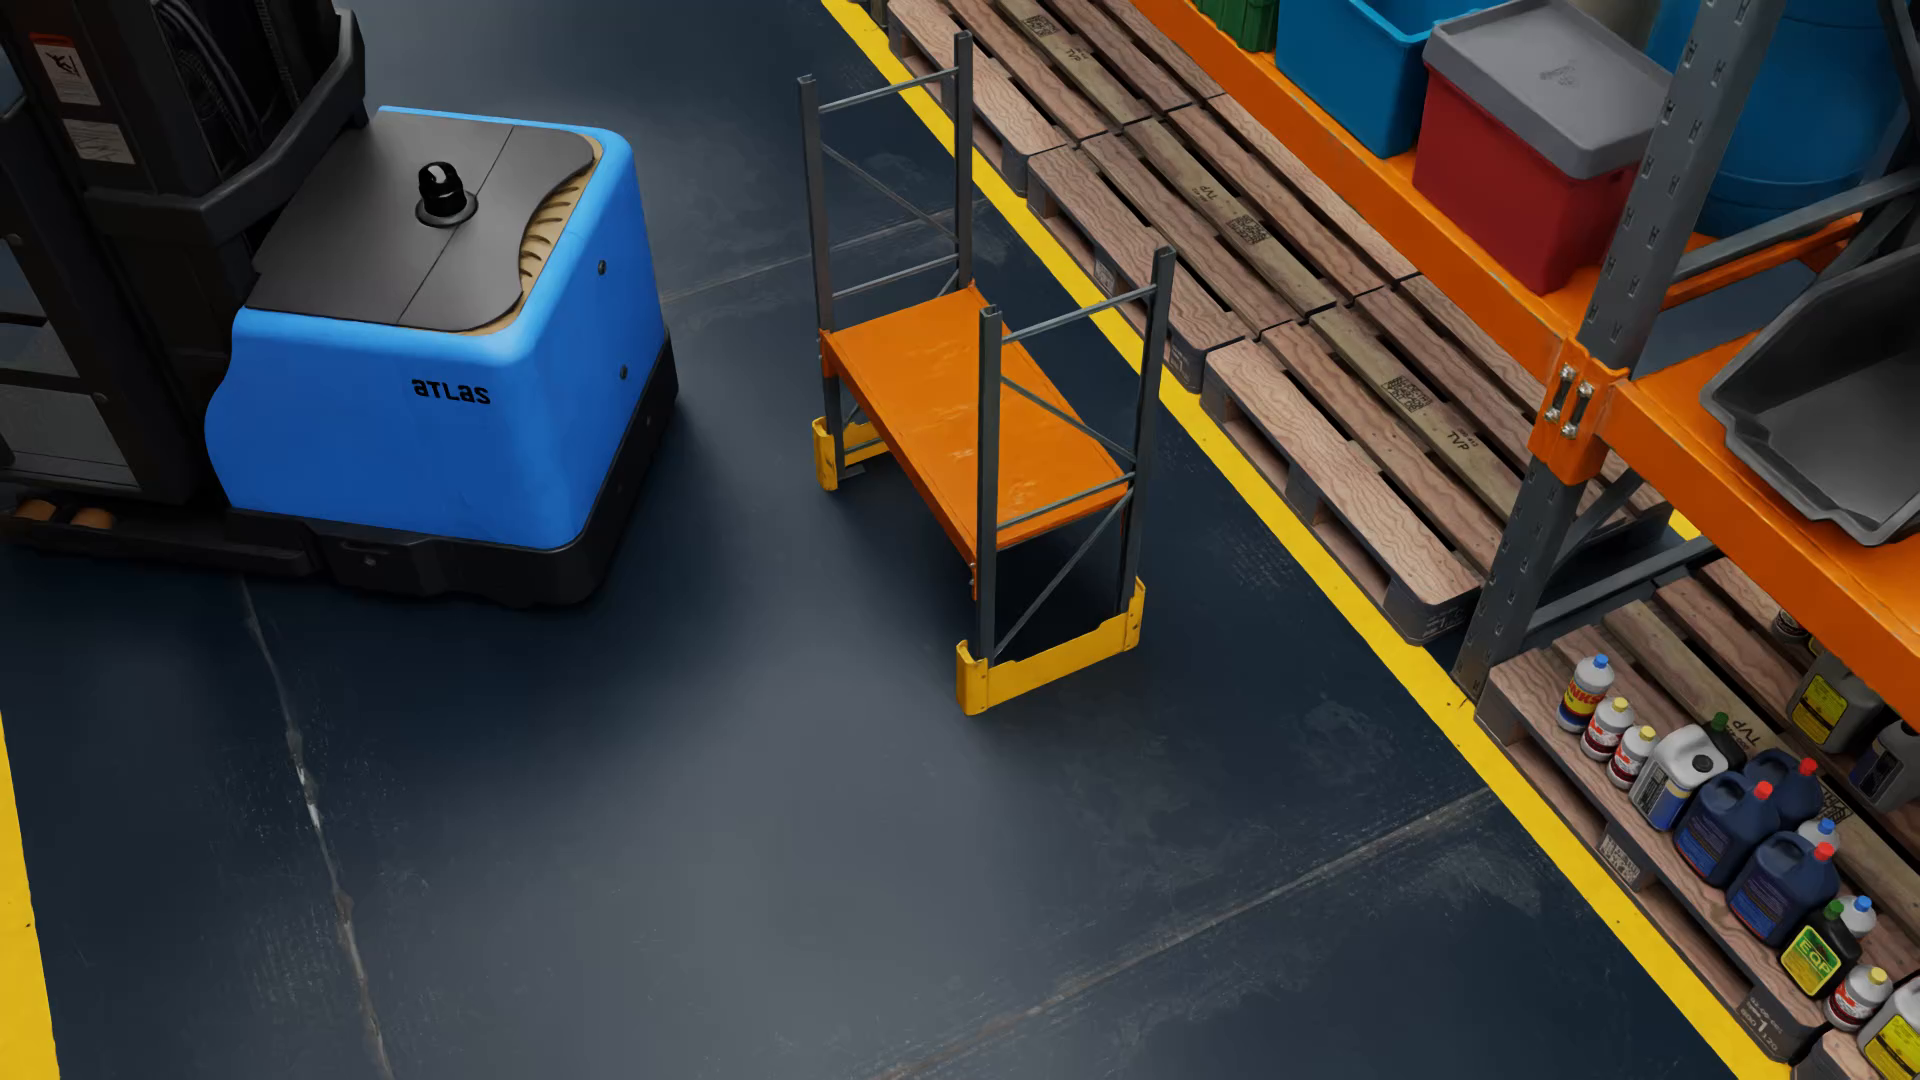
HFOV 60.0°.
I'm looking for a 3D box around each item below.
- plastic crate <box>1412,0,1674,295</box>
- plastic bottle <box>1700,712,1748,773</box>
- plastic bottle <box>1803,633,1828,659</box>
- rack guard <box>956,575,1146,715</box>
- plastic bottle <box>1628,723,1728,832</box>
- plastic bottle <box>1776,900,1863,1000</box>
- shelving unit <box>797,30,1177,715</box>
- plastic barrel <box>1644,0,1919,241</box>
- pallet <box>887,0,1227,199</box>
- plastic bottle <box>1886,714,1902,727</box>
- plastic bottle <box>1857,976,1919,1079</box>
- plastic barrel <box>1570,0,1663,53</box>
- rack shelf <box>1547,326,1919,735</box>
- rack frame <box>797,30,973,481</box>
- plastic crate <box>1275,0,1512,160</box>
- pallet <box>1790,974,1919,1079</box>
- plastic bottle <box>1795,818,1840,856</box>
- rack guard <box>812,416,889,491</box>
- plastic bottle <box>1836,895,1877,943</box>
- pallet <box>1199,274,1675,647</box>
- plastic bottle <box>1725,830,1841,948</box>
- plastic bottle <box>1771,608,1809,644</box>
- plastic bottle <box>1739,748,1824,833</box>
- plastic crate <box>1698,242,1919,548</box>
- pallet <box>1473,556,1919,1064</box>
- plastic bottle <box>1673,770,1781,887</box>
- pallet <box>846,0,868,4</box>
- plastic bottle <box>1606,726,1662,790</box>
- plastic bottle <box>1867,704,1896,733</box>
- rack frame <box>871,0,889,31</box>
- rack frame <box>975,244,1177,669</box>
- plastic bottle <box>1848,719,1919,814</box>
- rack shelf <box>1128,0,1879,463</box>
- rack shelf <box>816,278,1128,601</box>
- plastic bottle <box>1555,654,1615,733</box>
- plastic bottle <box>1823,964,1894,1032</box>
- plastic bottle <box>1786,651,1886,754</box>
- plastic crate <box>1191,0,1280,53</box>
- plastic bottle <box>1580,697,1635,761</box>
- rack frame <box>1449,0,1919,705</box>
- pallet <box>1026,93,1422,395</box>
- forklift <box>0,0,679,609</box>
[{"bbox_3d":[1.422,-0.960,4.054,0.402,0.464,0.583,-21,52,-18],"label":"plastic crate"},{"bbox_3d":[1.938,0.564,4.277,0.061,0.283,0.133,-21,52,-18],"label":"plastic bottle"},{"bbox_3d":[2.429,0.238,4.562,0.061,0.283,0.133,-19,51,-16],"label":"plastic bottle"},{"bbox_3d":[0.263,0.302,4.820,0.587,0.250,0.087,-21,52,-18],"label":"rack guard"},{"bbox_3d":[1.843,0.603,4.247,0.152,0.276,0.135,-19,52,-16],"label":"plastic bottle"},{"bbox_3d":[2.040,0.964,3.927,0.061,0.283,0.133,-19,52,-16],"label":"plastic bottle"},{"bbox_3d":[0.035,-0.443,4.641,0.587,1.500,1.083,-21,52,-18],"label":"shelving unit"},{"bbox_3d":[2.008,-1.248,4.016,0.600,0.901,0.708,-21,52,-18],"label":"plastic barrel"},{"bbox_3d":[0.405,-1.947,6.813,1.003,0.211,1.213,-21,52,-18],"label":"pallet"},{"bbox_3d":[2.554,0.467,4.316,0.144,0.351,0.185,-24,53,-19],"label":"plastic bottle"},{"bbox_3d":[2.196,1.101,3.762,0.144,0.351,0.185,-22,52,-18],"label":"plastic bottle"},{"bbox_3d":[1.672,-1.481,4.462,0.433,0.535,0.433,0,49,0],"label":"plastic barrel"},{"bbox_3d":[2.830,0.855,2.987,1.077,0.370,4.000,-21,52,-18],"label":"rack shelf"},{"bbox_3d":[-0.194,-0.777,4.933,0.500,1.500,0.032,-21,52,-18],"label":"rack frame"},{"bbox_3d":[1.134,-1.346,4.445,0.392,0.384,0.575,-21,52,-18],"label":"plastic crate"},{"bbox_3d":[2.748,1.479,3.816,1.003,0.211,1.213,-21,52,-18],"label":"pallet"},{"bbox_3d":[2.089,0.772,4.102,0.097,0.271,0.097,0,49,0],"label":"plastic bottle"},{"bbox_3d":[-0.193,-0.365,5.403,0.587,0.250,0.087,-21,52,-18],"label":"rack guard"},{"bbox_3d":[2.103,0.928,3.965,0.097,0.271,0.097,0,49,0],"label":"plastic bottle"},{"bbox_3d":[1.521,-0.314,5.385,1.003,0.211,1.213,-21,52,-18],"label":"pallet"},{"bbox_3d":[2.002,0.817,4.010,0.144,0.351,0.185,-23,53,-19],"label":"plastic bottle"},{"bbox_3d":[2.358,0.192,4.656,0.097,0.201,0.097,0,49,0],"label":"plastic bottle"},{"bbox_3d":[2.044,0.641,4.164,0.144,0.351,0.185,-21,52,-18],"label":"plastic bottle"},{"bbox_3d":[2.042,-0.305,3.566,0.767,0.338,0.504,-21,52,-18],"label":"plastic crate"},{"bbox_3d":[2.185,0.662,4.531,1.003,0.211,1.213,-21,52,-18],"label":"pallet"},{"bbox_3d":[1.916,0.690,4.121,0.144,0.351,0.185,-20,52,-17],"label":"plastic bottle"},{"bbox_3d":[-0.313,-2.992,7.727,1.003,0.211,1.213,-21,52,-18],"label":"pallet"},{"bbox_3d":[1.764,0.557,4.337,0.097,0.201,0.097,0,49,0],"label":"plastic bottle"},{"bbox_3d":[2.466,0.339,4.428,0.144,0.351,0.185,-22,53,-18],"label":"plastic bottle"},{"bbox_3d":[0.085,-3.397,6.228,1.000,3.000,0.127,-21,52,-18],"label":"rack frame"},{"bbox_3d":[0.272,-0.096,4.338,0.500,1.500,0.032,-21,52,-18],"label":"rack frame"},{"bbox_3d":[2.434,0.560,4.285,0.152,0.276,0.135,-21,52,-18],"label":"plastic bottle"},{"bbox_3d":[1.000,-1.822,5.328,1.077,0.370,4.000,-21,52,-18],"label":"rack shelf"},{"bbox_3d":[0.039,-0.318,4.771,0.538,0.185,1.000,-21,52,-18],"label":"rack shelf"},{"bbox_3d":[1.671,0.398,4.430,0.097,0.271,0.097,0,49,0],"label":"plastic bottle"},{"bbox_3d":[2.111,1.063,3.894,0.097,0.201,0.097,0,49,0],"label":"plastic bottle"},{"bbox_3d":[2.338,0.389,4.385,0.144,0.351,0.185,-21,52,-18],"label":"plastic bottle"},{"bbox_3d":[0.867,-1.719,4.901,0.450,0.188,0.662,-21,52,-18],"label":"plastic crate"},{"bbox_3d":[1.718,0.489,4.397,0.097,0.201,0.097,0,49,0],"label":"plastic bottle"},{"bbox_3d":[1.915,-0.720,3.887,1.000,3.000,0.127,-21,52,-18],"label":"rack frame"},{"bbox_3d":[0.959,-1.132,6.100,1.003,0.211,1.213,-21,52,-18],"label":"pallet"},{"bbox_3d":[-2.512,-1.295,4.435,3.031,2.935,1.130,7,49,6],"label":"forklift"}]
